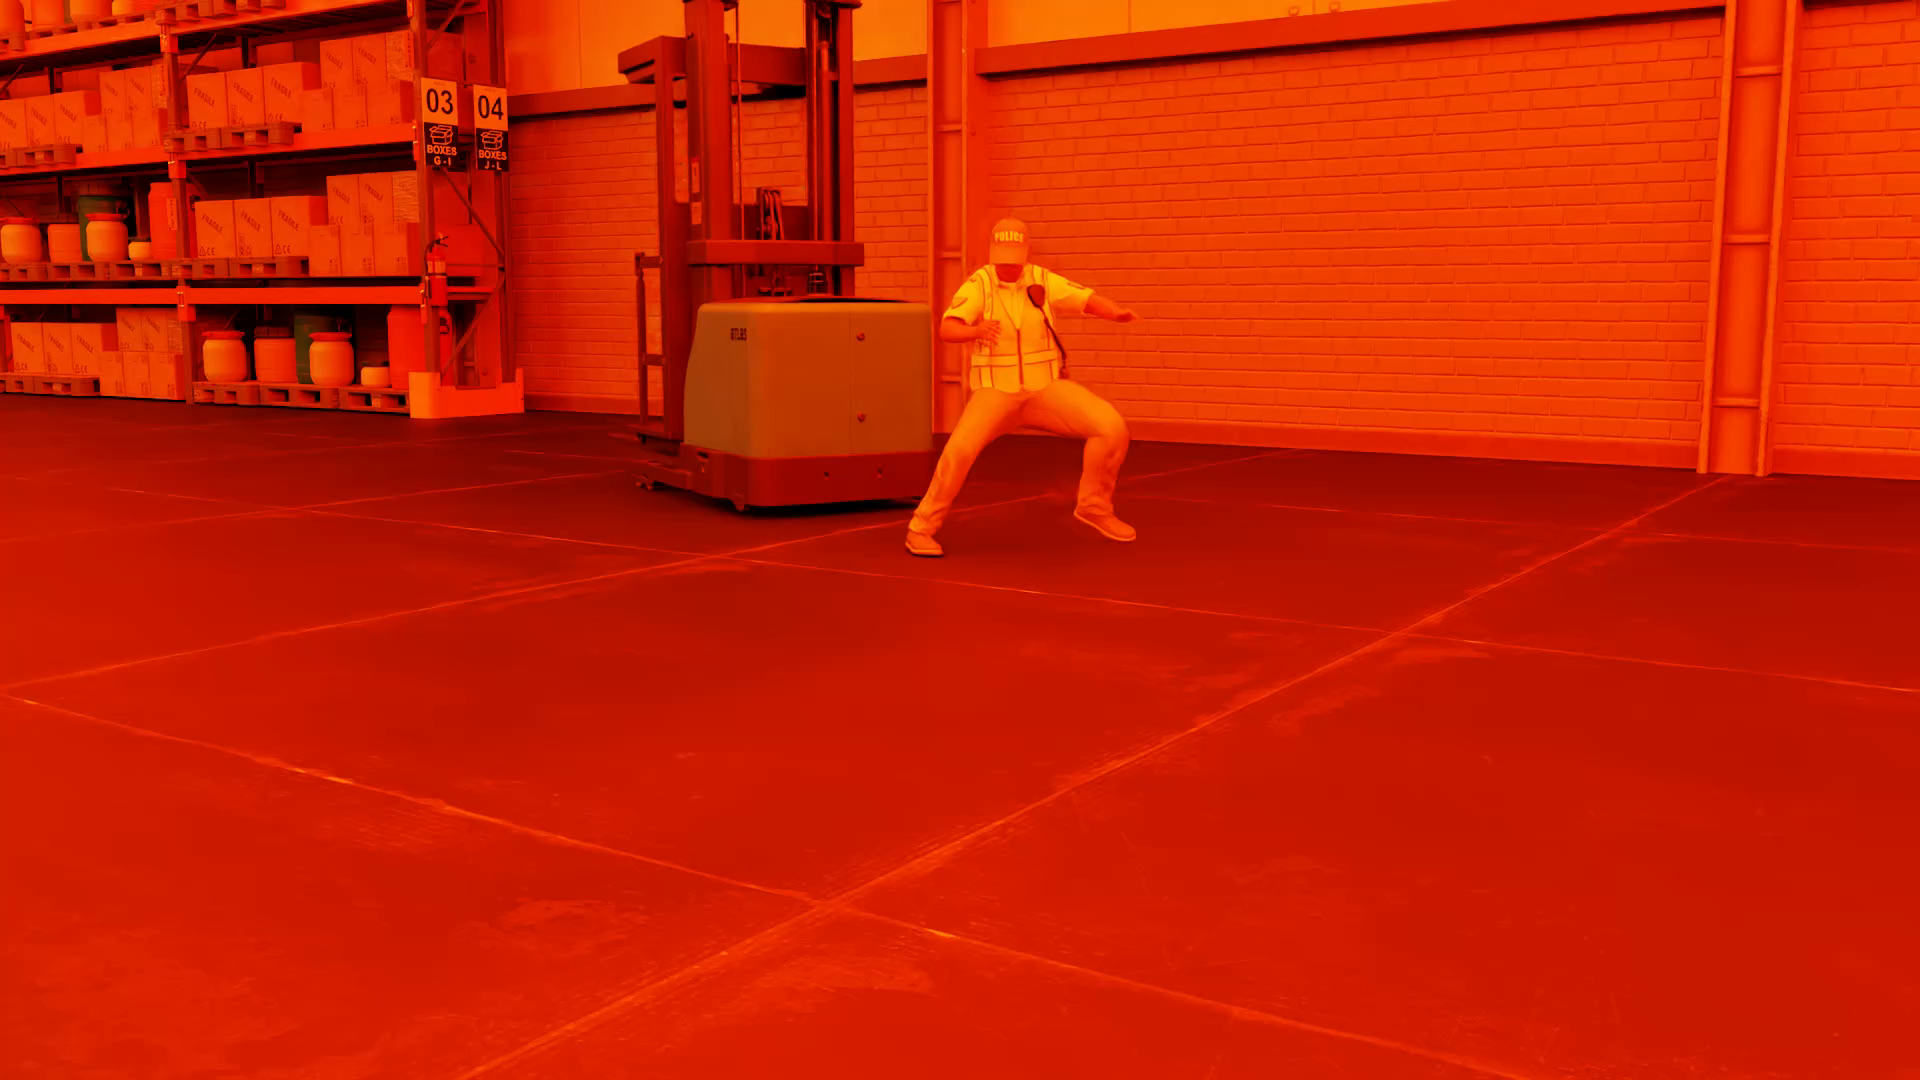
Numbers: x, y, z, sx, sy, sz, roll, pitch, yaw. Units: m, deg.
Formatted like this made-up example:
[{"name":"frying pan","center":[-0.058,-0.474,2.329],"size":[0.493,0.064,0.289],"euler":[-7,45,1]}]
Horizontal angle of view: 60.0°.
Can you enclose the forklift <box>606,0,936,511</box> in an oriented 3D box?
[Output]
[{"name":"forklift","center":[-1.287,-1.763,9.592],"size":[1.130,2.935,3.031],"euler":[-5,9,-29]}]

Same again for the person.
[{"name":"person","center":[0.273,-0.673,7.233],"size":[1.027,1.437,0.729],"euler":[-1,8,-4]}]
